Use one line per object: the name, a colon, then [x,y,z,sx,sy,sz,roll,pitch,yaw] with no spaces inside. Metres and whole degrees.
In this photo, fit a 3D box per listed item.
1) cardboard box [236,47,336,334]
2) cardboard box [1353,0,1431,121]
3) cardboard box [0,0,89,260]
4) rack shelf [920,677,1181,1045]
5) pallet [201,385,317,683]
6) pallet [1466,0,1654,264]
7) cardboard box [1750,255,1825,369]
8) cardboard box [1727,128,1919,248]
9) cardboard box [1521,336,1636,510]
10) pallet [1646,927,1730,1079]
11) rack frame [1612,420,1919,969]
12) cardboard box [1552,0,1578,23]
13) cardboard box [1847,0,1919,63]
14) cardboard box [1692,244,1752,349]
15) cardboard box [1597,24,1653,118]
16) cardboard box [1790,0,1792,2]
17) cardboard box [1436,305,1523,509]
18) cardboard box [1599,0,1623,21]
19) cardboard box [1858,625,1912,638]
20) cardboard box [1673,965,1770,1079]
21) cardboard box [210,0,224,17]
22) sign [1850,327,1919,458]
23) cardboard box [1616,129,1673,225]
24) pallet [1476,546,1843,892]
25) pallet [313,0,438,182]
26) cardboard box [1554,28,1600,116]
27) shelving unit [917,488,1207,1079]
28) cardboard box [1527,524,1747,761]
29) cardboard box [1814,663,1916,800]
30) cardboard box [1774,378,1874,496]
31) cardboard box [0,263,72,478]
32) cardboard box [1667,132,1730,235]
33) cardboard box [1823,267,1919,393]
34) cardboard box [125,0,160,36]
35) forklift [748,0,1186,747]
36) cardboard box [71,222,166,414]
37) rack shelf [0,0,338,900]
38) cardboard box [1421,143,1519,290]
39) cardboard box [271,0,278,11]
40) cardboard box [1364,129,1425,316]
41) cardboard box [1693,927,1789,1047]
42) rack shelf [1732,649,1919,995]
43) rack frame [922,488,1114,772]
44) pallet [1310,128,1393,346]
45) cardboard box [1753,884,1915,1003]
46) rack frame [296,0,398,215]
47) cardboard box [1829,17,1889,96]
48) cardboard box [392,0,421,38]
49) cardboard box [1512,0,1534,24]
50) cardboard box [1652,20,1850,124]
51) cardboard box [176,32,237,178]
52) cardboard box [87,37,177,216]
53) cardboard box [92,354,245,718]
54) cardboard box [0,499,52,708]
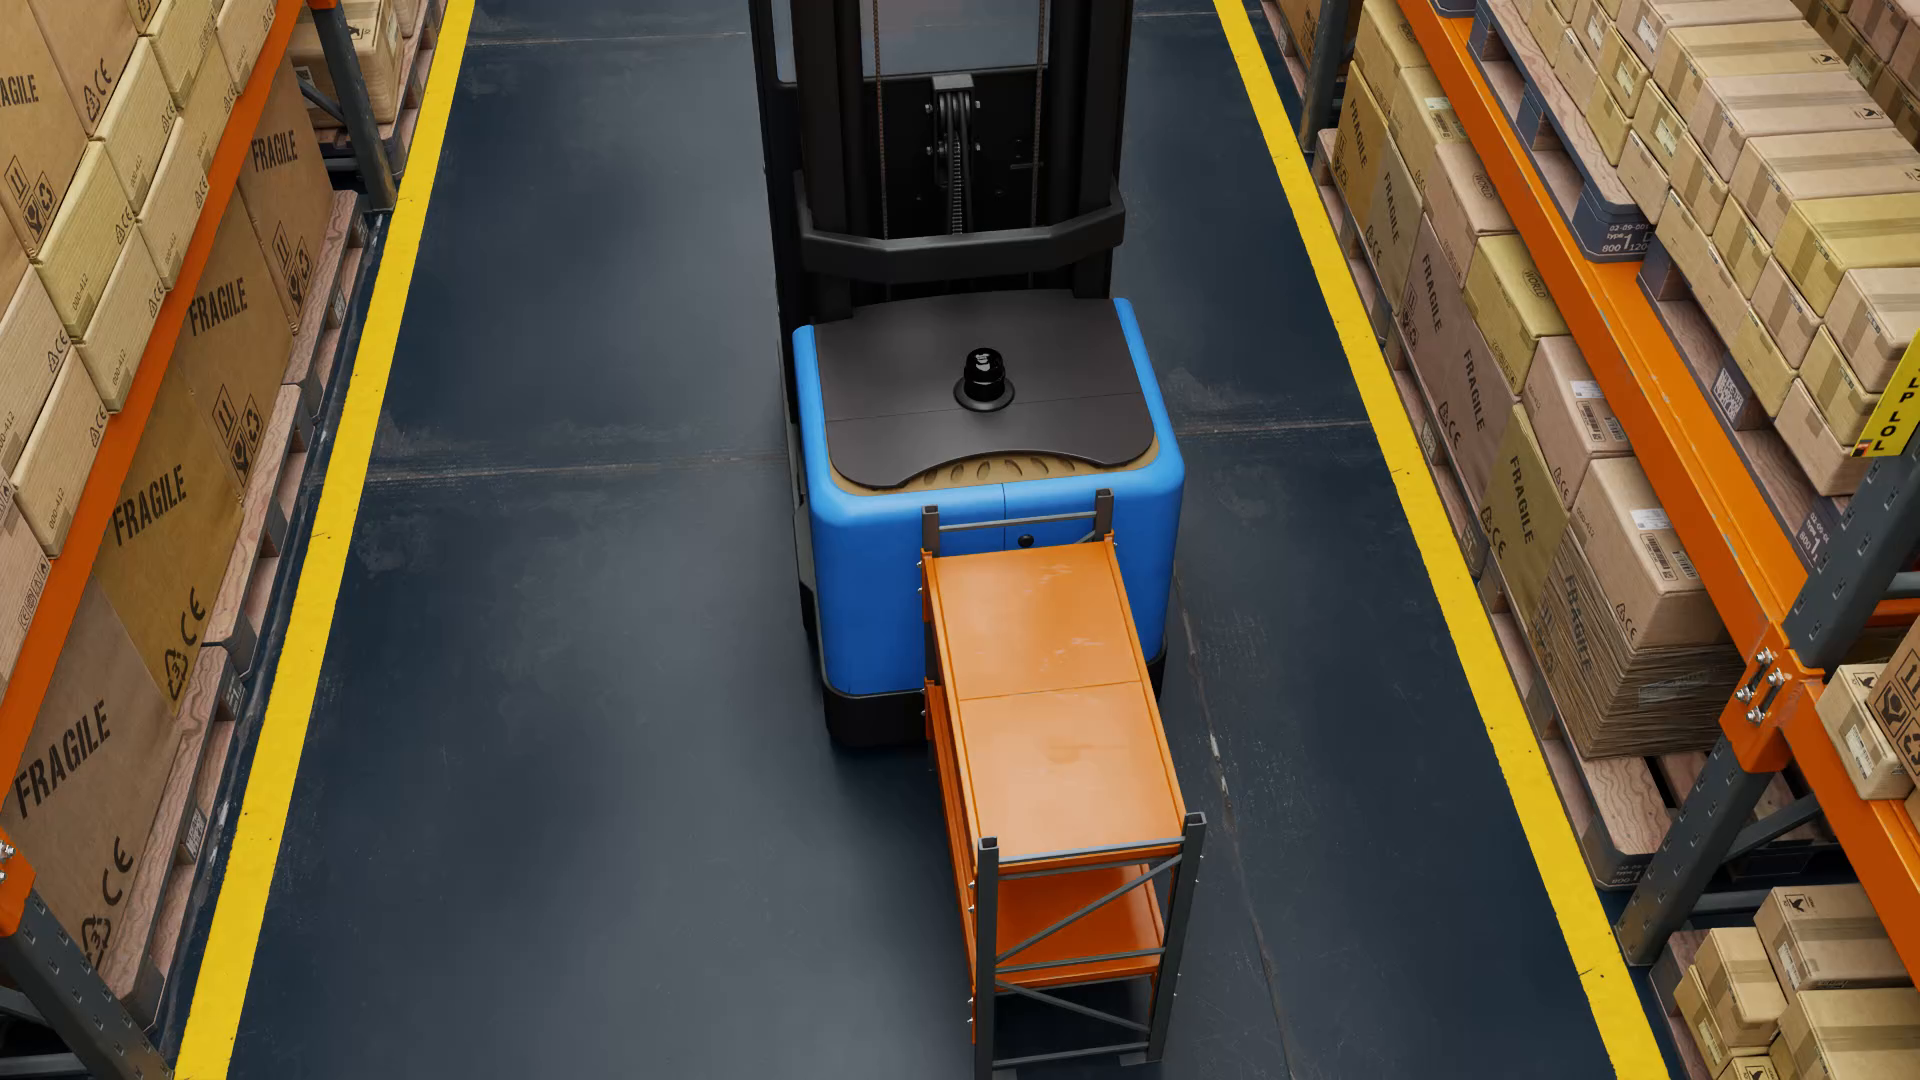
cardboard box: [-2.934,-1.345,6.132,0.875,0.875,0.875,-4,47,-4]
cardboard box: [1.832,-1.839,6.342,0.500,0.250,0.500,-5,47,-5]
cardboard box: [-2.434,-0.985,3.860,0.500,0.500,0.500,-5,47,-4]
rack shelf: [0.219,0.819,4.536,0.538,0.278,1.000,-6,47,-5]
pallet: [-2.819,-0.022,5.625,1.003,0.211,1.213,-3,47,-3]
pallet: [2.222,-1.314,5.061,1.003,0.211,1.213,-3,47,-3]
cardboard box: [2.097,-0.543,3.877,0.380,0.149,0.250,-3,47,-3]
cardboard box: [2.079,-0.839,3.952,0.380,0.149,0.250,-5,47,-5]
cardboard box: [2.006,-0.355,4.936,0.500,0.250,0.500,-1,47,-1]
pallet: [2.442,1.527,4.159,1.003,0.211,1.213,-3,47,-3]
rack frame: [2.350,0.084,3.604,1.000,3.000,0.127,-3,47,-3]
cardboard box: [1.965,-1.677,4.951,0.380,0.149,0.250,-4,47,-4]
cardboard box: [2.666,-1.427,4.509,0.380,0.149,0.250,-2,47,-2]
cardboard box: [2.078,-0.618,4.153,0.380,0.149,0.250,-4,47,-3]
cardboard box: [2.006,-1.306,4.600,0.380,0.149,0.250,-3,47,-3]
cardboard box: [2.621,-1.707,4.980,0.380,0.149,0.250,-2,47,-2]
cardboard box: [1.956,-0.464,5.555,0.500,0.500,0.500,-4,47,-4]
cardboard box: [1.990,-1.595,4.669,0.380,0.149,0.250,-4,47,-4]
cardboard box: [2.552,-0.009,4.609,0.500,0.250,0.500,-5,47,-5]
cardboard box: [2.061,1.203,4.219,0.380,0.149,0.250,-5,47,-5]
cardboard box: [-2.569,-1.851,5.196,0.500,0.250,0.500,-5,47,-4]
sign: [1.797,-0.278,3.150,0.100,0.325,0.005,-3,47,-3]
cardboard box: [2.029,-1.000,4.515,0.380,0.149,0.250,-5,47,-5]
pallet: [2.284,0.480,5.150,1.003,0.211,1.213,-3,47,-3]
pallet: [-2.973,-2.043,7.539,1.003,0.211,1.213,-3,47,-3]
cardboard box: [1.985,-1.385,4.879,0.380,0.149,0.250,-5,47,-5]
shelving unit: [0.219,0.651,4.359,0.538,1.125,1.048,-6,47,-5]
cardboard box: [2.037,0.279,4.852,0.500,0.500,0.500,-4,47,-4]
cardboard box: [2.048,0.395,3.483,0.380,0.149,0.250,-2,47,-2]
cardboard box: [2.120,-0.249,3.804,0.380,0.149,0.250,-4,47,-4]
cardboard box: [-2.402,-0.373,3.797,0.500,0.250,0.500,-3,47,-3]
cardboard box: [2.052,-0.920,4.234,0.380,0.149,0.250,-5,47,-5]
cardboard box: [2.122,-0.457,3.591,0.380,0.149,0.250,-2,47,-1]
cardboard box: [-2.519,-1.726,4.561,0.500,0.500,0.500,-3,47,-3]
forklift: [-0.086,-1.460,5.114,1.130,2.935,3.031,-6,47,-5]
cardboard box: [-2.420,-0.571,4.328,0.500,0.250,0.500,-4,47,-4]
rack shelf: [-2.741,-0.742,4.882,1.077,0.370,4.000,-3,47,-3]
cardboard box: [1.903,-1.113,5.654,0.500,0.250,0.500,-3,47,-3]
cardboard box: [-2.608,-2.034,5.714,0.500,0.250,0.500,-5,47,-5]
cardboard box: [1.866,-1.204,6.257,0.500,0.500,0.500,-3,47,-3]
cardboard box: [2.062,1.099,4.112,0.380,0.149,0.250,-2,47,-1]
rack shelf: [2.518,1.778,2.495,1.077,0.370,4.000,-3,47,-3]
rack frame: [0.150,0.285,4.705,0.500,1.125,0.032,-6,47,-5]
pallet: [2.079,-1.286,6.822,1.003,0.211,1.213,-3,47,-3]
cardboard box: [2.173,0.977,4.023,0.380,0.149,0.250,-2,47,-2]
rack frame: [-2.909,-2.436,5.991,1.000,3.000,0.127,-3,47,-3]
cardboard box: [2.661,-1.338,4.630,0.380,0.149,0.250,-4,47,-4]
cardboard box: [-3.016,-2.620,7.686,0.950,0.372,0.625,-4,47,-4]
cardboard box: [1.946,-1.755,5.230,0.380,0.149,0.250,-2,47,-2]
cardboard box: [2.040,-1.207,4.301,0.380,0.149,0.250,-5,47,-5]
cardboard box: [-2.523,-1.300,5.019,0.500,0.250,0.500,-4,47,-4]
cardboard box: [-2.462,-1.106,4.490,0.500,0.250,0.500,-5,47,-4]
cardboard box: [-2.789,-0.053,4.908,0.875,0.875,0.875,-2,47,-2]
cardboard box: [-2.348,0.175,3.621,0.500,0.250,0.500,-4,47,-4]
